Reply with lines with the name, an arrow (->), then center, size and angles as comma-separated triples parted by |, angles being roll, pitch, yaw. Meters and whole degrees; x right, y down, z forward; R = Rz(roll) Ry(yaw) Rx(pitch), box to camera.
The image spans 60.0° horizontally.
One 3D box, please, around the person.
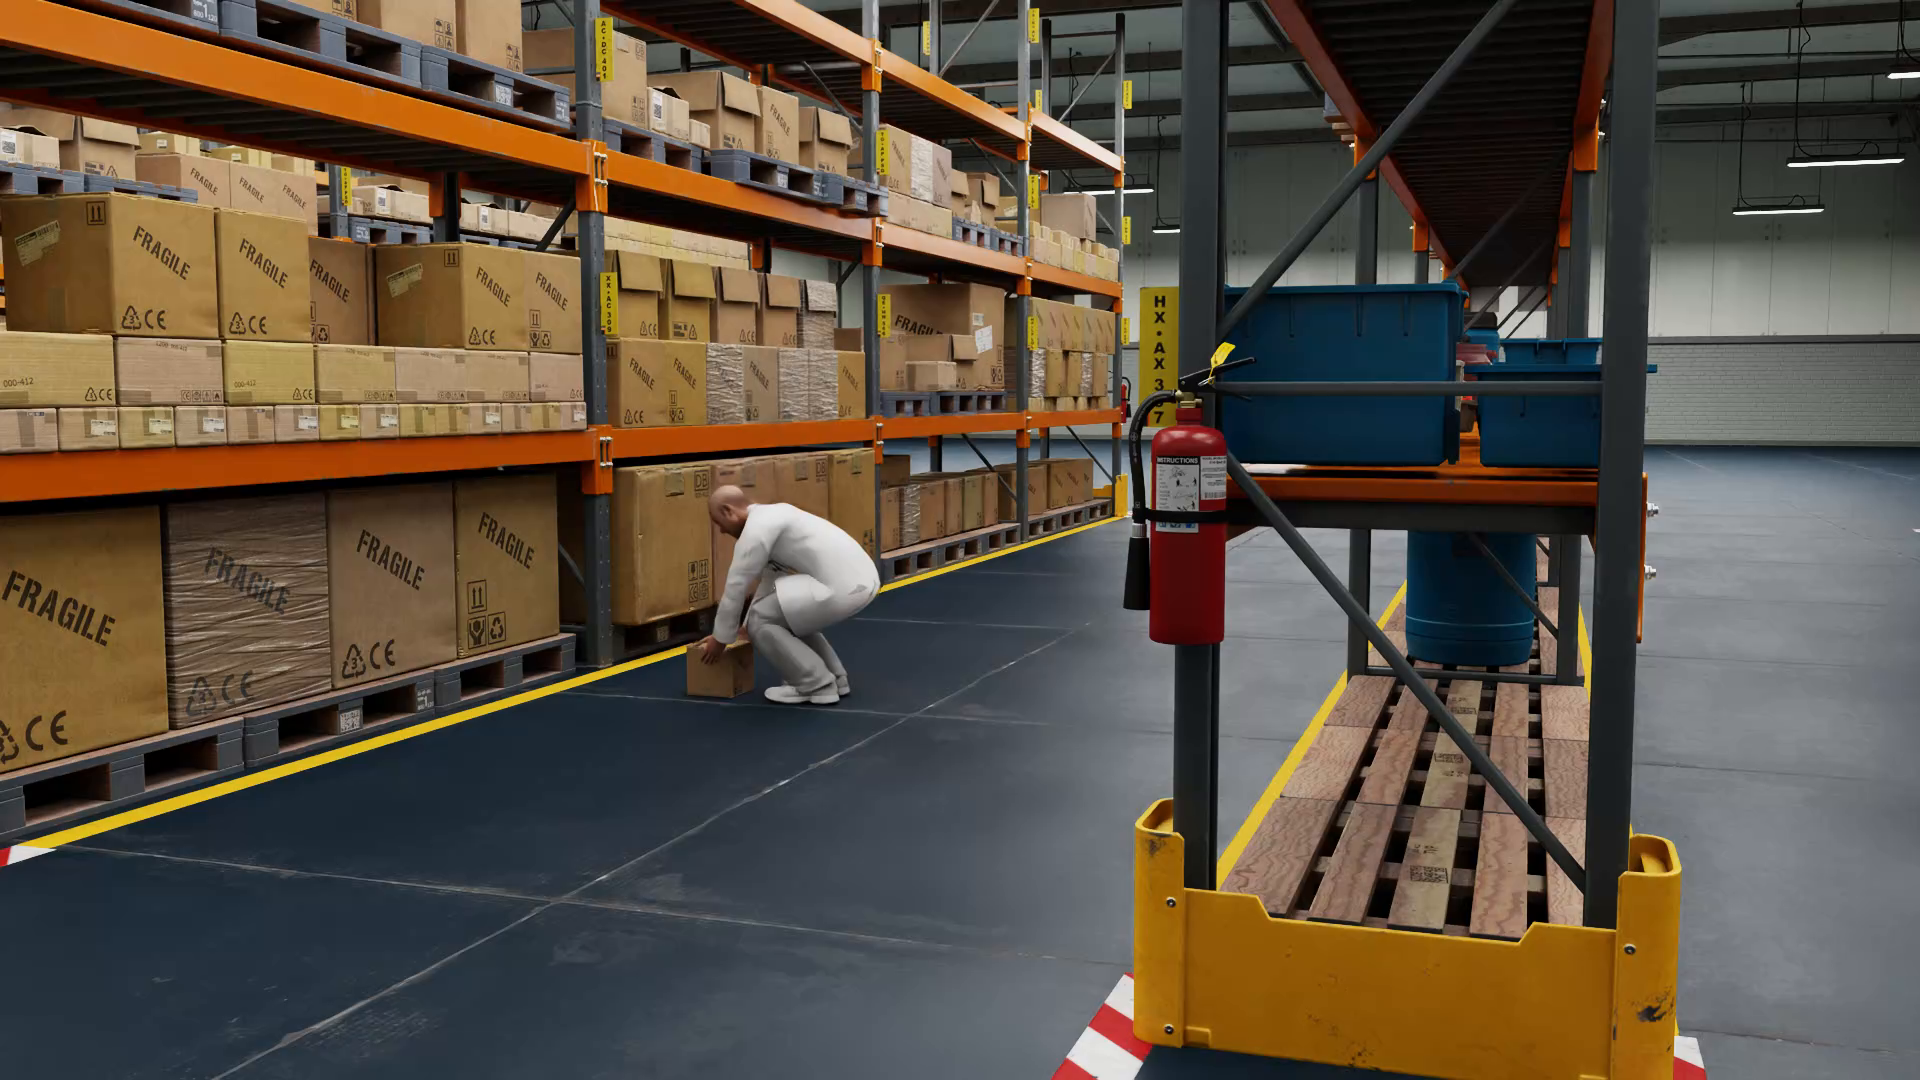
person -> -0.832, 0.268, 8.154 | 0.885, 1.029, 0.609 | 2, 5, 18
